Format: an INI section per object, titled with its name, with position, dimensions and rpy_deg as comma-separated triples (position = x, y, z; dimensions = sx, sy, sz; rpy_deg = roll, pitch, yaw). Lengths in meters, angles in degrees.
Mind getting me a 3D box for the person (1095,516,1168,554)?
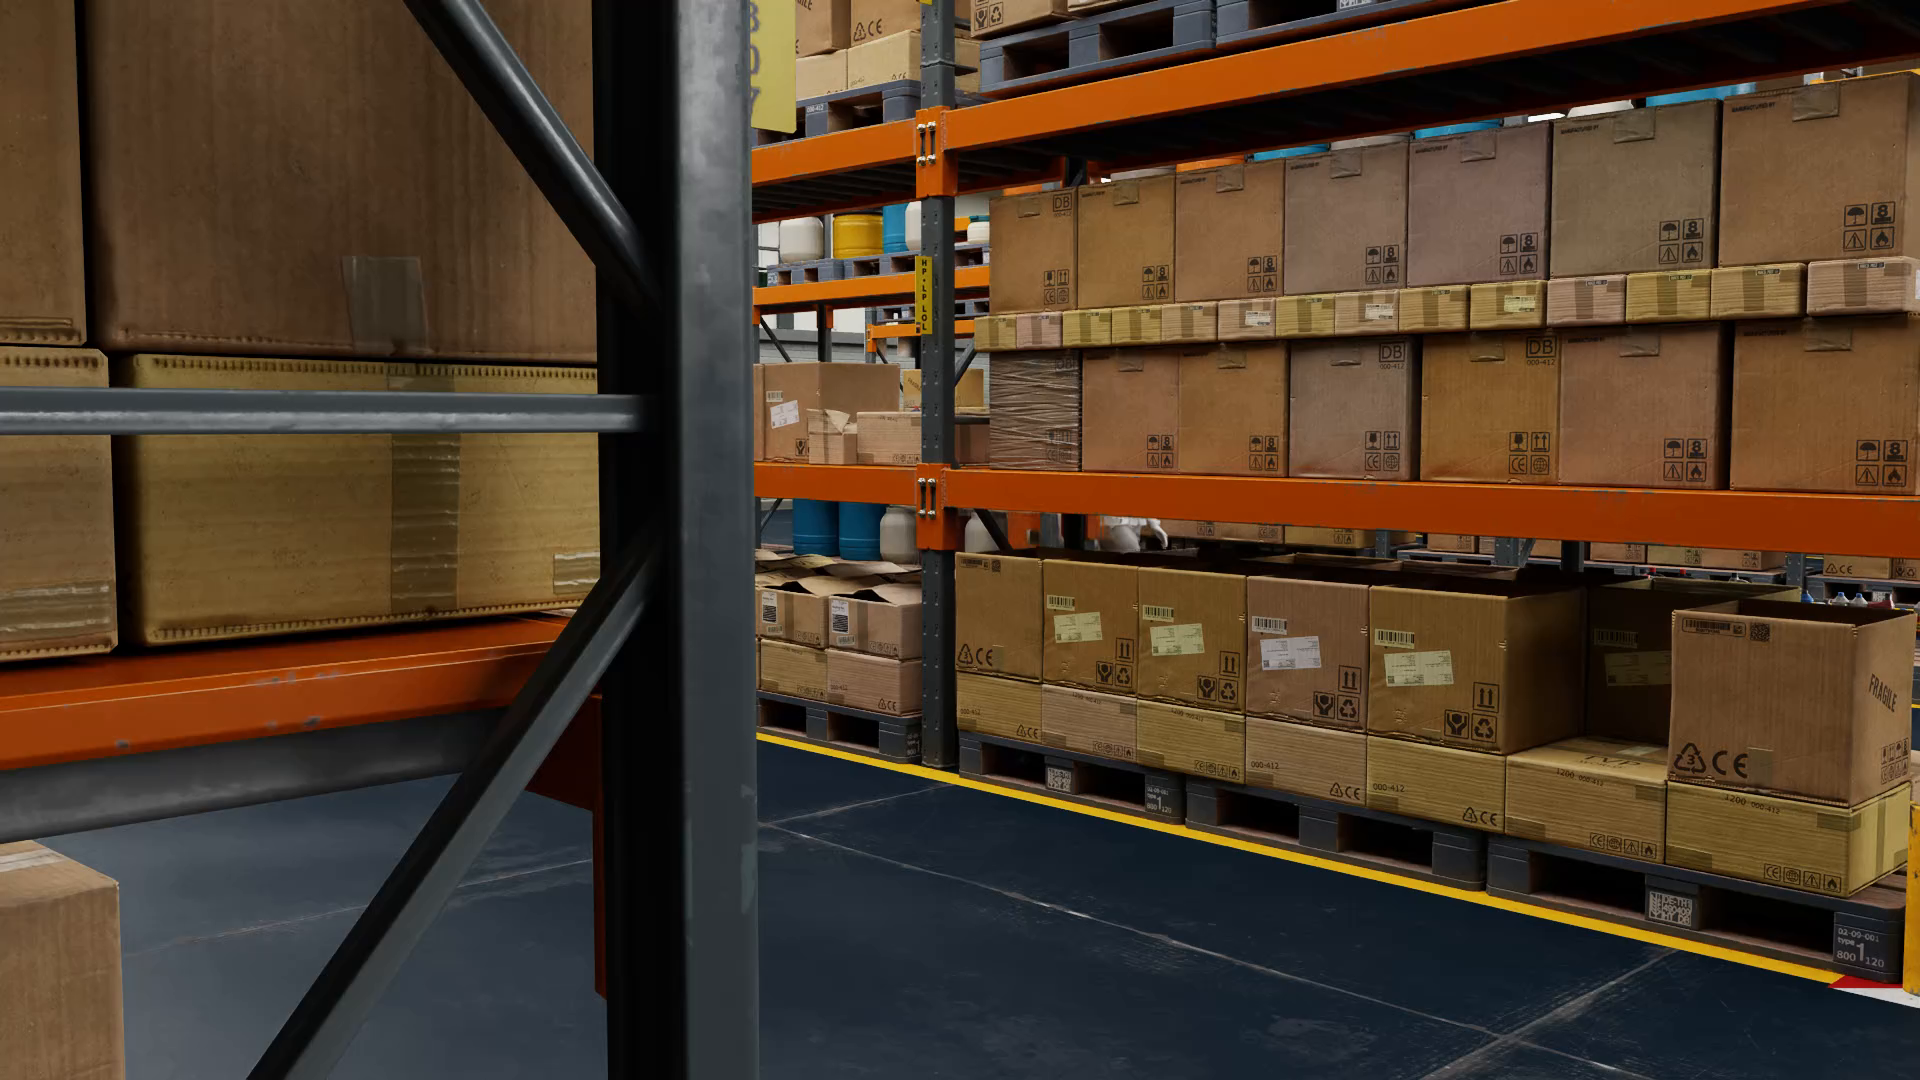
[person]
position = 1.010, -0.082, 10.420
dimensions = 1.016, 1.636, 0.483
rpy_deg = 3, 5, 34
